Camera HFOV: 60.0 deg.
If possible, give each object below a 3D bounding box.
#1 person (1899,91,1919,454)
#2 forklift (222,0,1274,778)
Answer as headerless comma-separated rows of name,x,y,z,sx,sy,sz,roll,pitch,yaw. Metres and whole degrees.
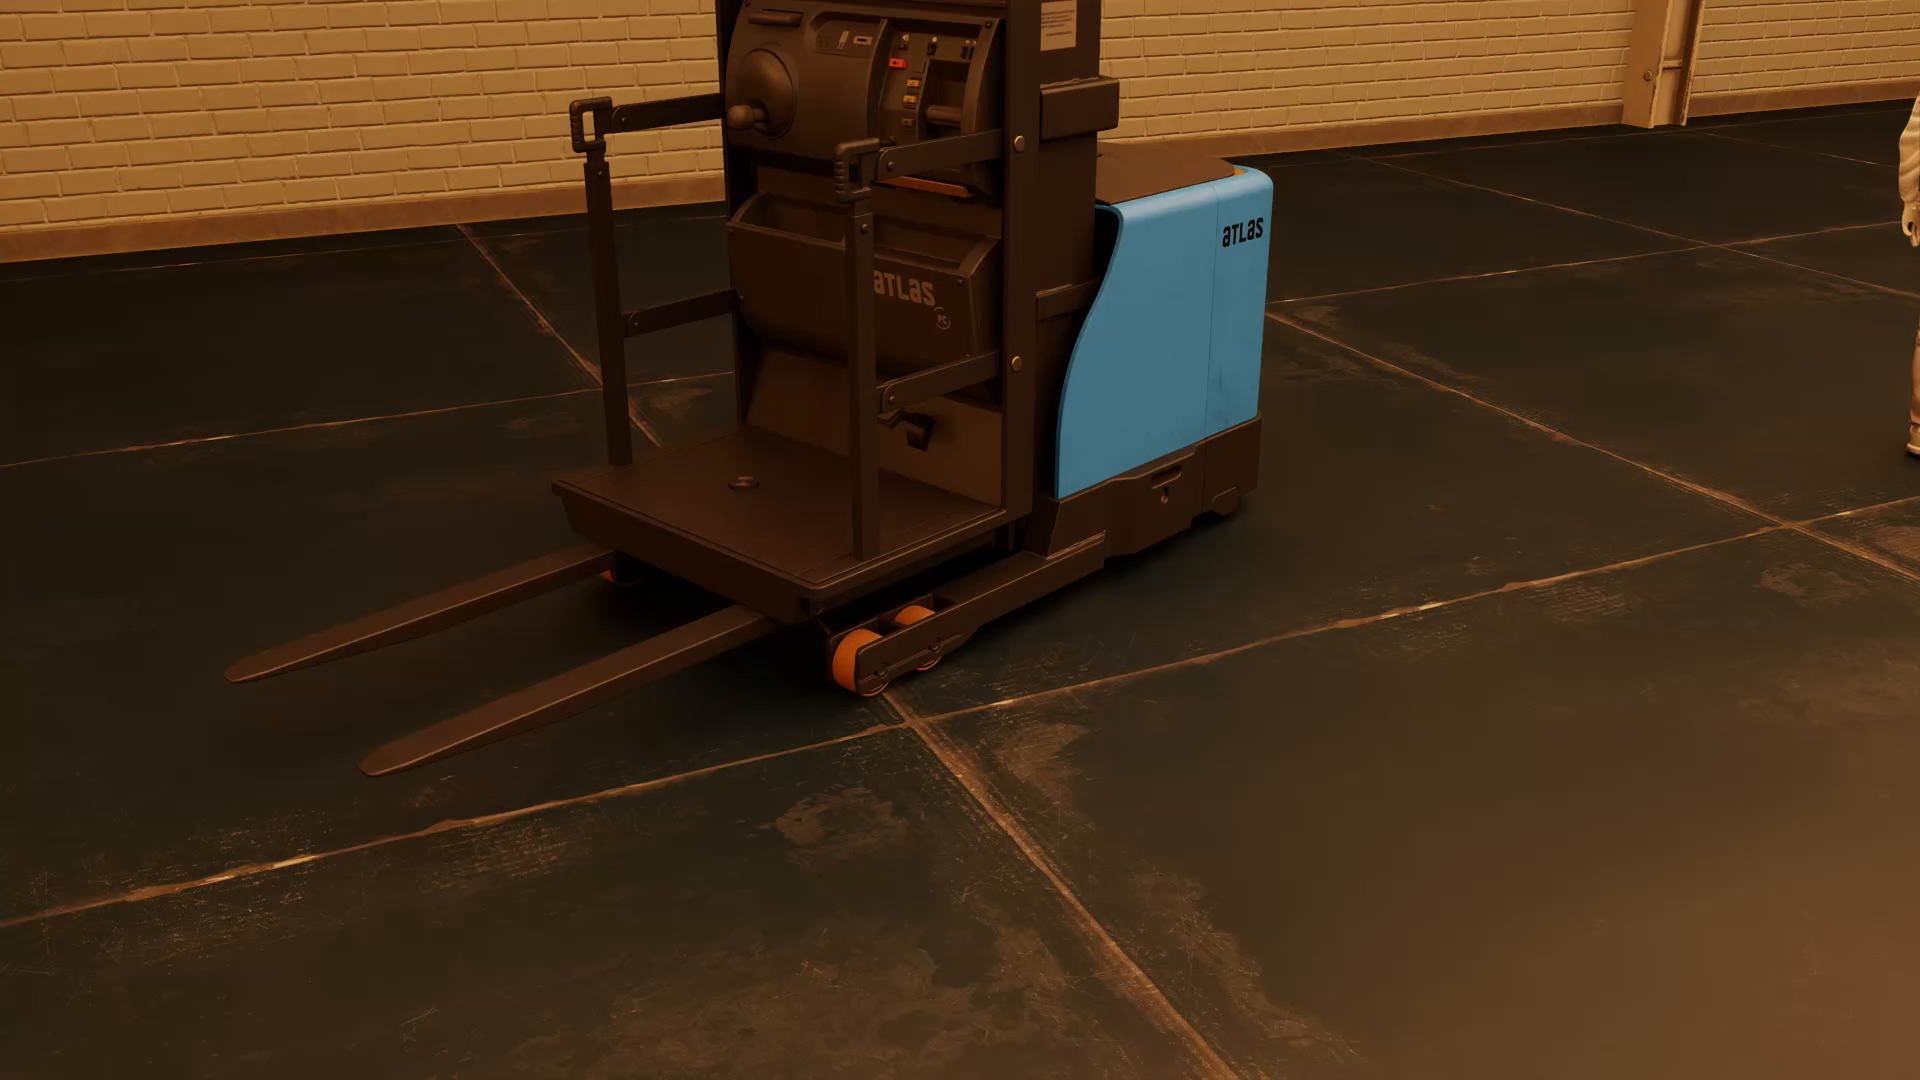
person,3.427,-1.096,5.516,0.533,1.695,0.587,-15,27,-31
forklift,-0.413,-1.182,4.131,1.130,2.935,3.031,19,29,39
